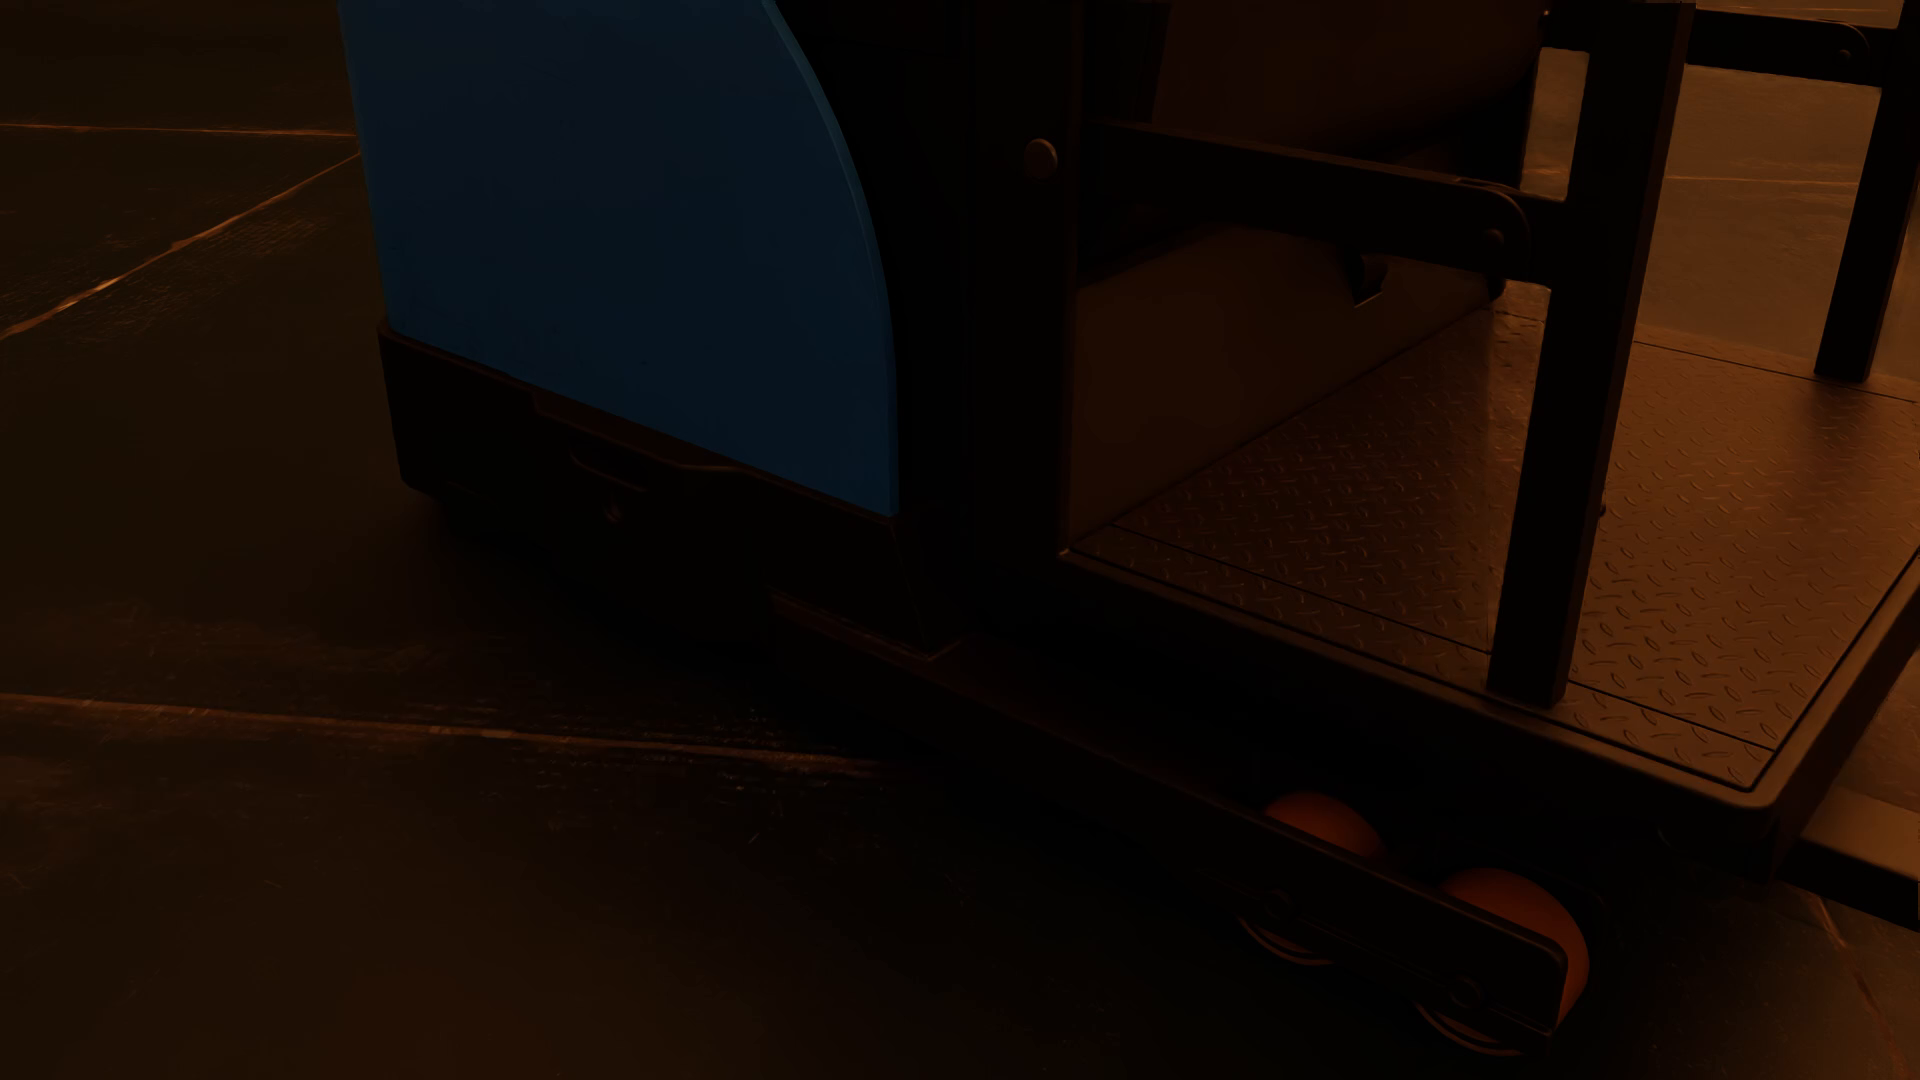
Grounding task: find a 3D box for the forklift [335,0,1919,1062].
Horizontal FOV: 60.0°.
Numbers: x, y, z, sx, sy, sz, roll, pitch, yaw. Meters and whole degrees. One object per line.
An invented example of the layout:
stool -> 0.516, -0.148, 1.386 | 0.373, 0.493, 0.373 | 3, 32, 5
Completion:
forklift -> 0.597, -1.103, 1.427 | 3.031, 2.935, 1.130 | 20, 33, 35
